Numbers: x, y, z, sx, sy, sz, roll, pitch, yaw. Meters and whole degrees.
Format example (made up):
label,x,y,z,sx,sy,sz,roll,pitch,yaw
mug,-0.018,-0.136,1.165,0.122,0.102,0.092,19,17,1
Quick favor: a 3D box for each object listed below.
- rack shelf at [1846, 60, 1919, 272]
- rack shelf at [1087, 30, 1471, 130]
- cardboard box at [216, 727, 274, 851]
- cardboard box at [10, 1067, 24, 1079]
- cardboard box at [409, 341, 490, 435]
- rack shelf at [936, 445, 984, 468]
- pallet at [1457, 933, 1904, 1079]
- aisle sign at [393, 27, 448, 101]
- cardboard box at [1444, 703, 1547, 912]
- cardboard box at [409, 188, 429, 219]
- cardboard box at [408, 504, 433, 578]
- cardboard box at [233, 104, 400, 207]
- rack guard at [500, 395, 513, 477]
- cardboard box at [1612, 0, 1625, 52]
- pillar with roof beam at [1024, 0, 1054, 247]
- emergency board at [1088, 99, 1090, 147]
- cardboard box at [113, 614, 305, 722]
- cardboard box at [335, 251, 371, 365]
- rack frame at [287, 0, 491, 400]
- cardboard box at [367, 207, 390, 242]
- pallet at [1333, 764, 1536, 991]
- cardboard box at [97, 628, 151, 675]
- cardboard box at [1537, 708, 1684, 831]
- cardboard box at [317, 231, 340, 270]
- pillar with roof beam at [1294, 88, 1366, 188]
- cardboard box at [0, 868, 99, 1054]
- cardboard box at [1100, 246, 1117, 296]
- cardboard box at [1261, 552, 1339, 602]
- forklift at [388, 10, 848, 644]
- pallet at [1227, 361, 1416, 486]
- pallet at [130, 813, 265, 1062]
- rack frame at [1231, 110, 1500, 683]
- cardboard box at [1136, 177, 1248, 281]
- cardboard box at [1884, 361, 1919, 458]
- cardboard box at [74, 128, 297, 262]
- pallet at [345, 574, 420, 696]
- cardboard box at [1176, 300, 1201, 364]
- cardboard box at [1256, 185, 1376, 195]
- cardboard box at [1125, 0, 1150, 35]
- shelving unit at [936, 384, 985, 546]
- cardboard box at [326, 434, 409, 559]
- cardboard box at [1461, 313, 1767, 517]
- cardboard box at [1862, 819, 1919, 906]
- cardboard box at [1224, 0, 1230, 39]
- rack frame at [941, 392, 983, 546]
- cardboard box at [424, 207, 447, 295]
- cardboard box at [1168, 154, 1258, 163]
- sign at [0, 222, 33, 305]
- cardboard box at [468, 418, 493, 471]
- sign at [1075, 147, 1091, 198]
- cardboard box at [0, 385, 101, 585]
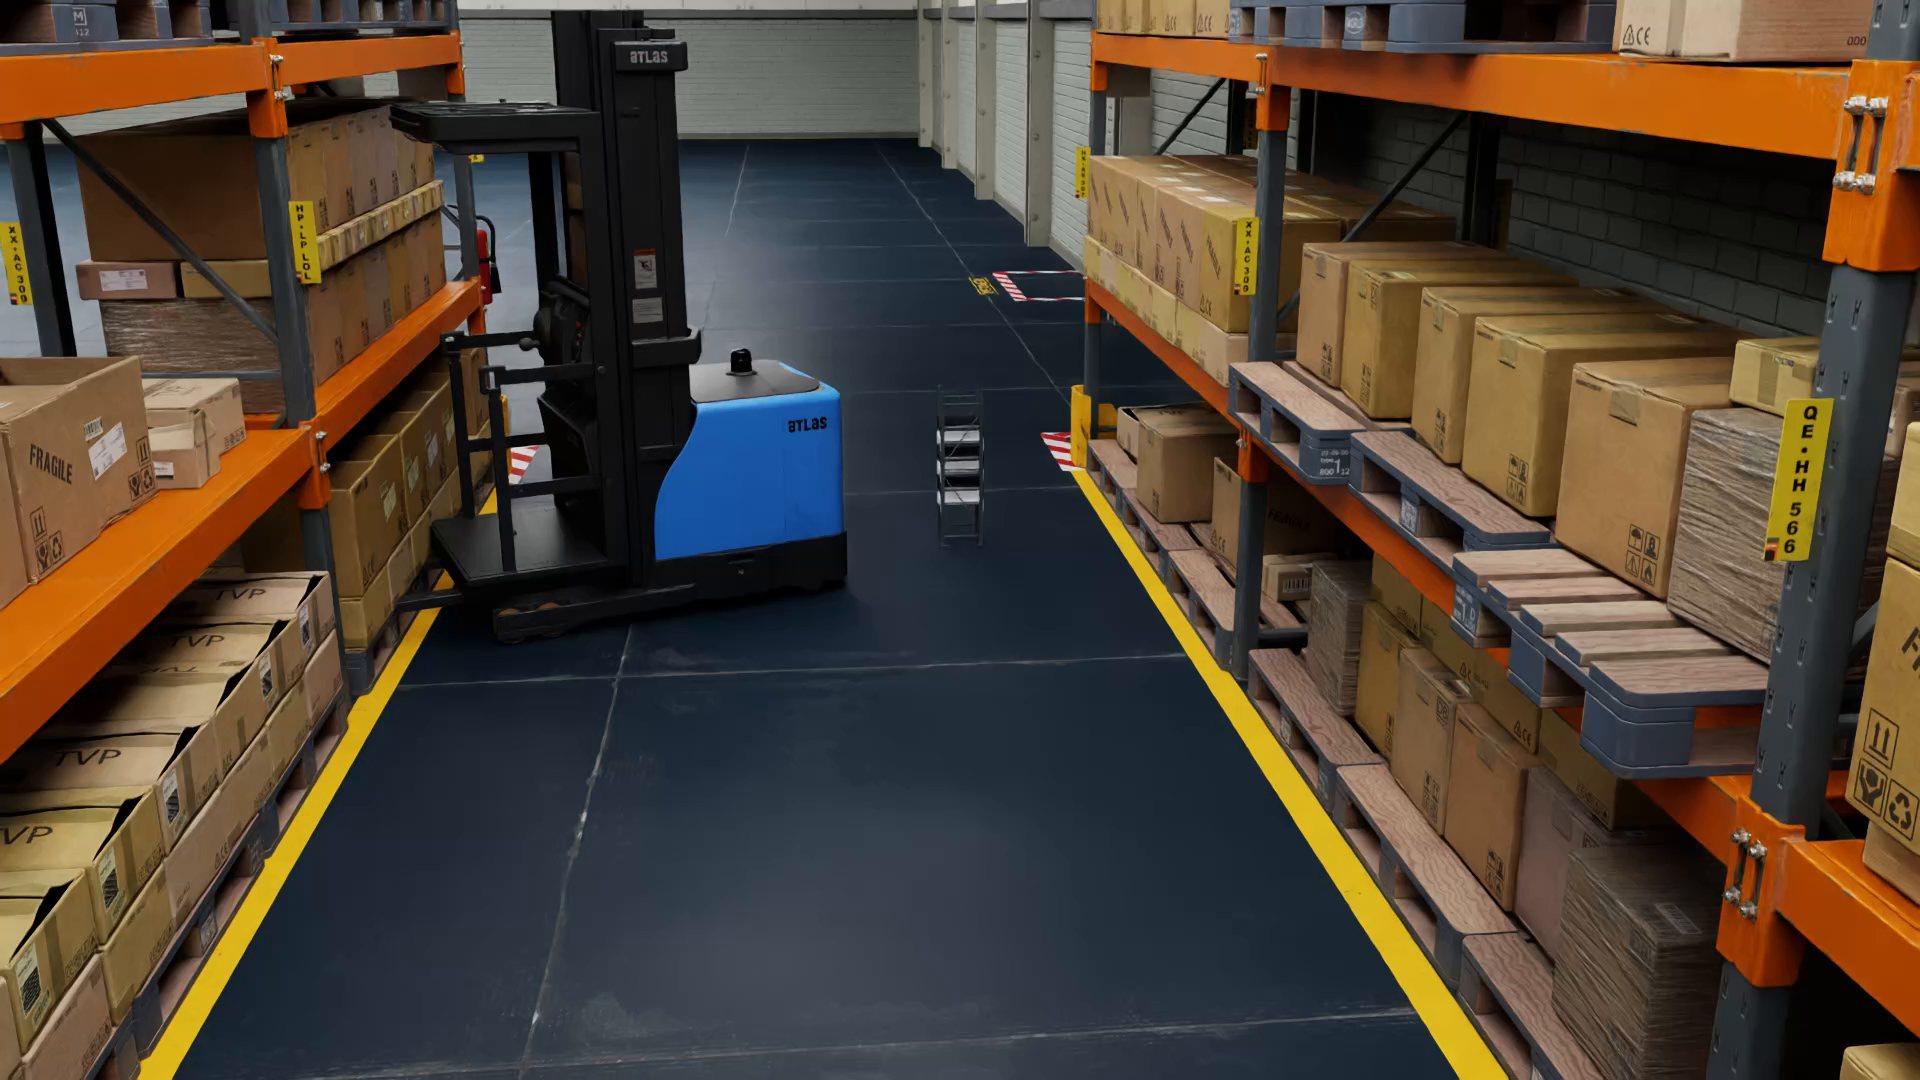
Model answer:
label,x,y,z,sx,sy,sz,roll,pitch,yaw
rack shelf,2.378,-0.112,1.219,1.077,0.370,4.000,-2,18,-6
rack shelf,1.553,-2.496,8.811,1.077,0.370,4.000,-2,18,-6
cardboard box,-2.733,0.872,5.782,0.500,0.250,0.500,-1,17,-4
cardboard box,-2.517,1.481,3.843,0.500,0.250,0.500,-2,18,-6
cardboard box,-3.229,-0.945,10.317,0.500,0.500,0.500,-2,18,-6
rack shelf,0.001,-0.481,9.518,0.258,0.077,0.200,-2,18,-6
pallet,2.093,1.478,4.618,1.003,0.211,1.213,-2,18,-6
aisle sign,-3.295,-3.118,10.262,0.394,0.787,0.004,-2,18,-6
cardboard box,2.029,0.846,5.415,0.700,0.500,0.500,-2,18,-6
cardboard box,-3.296,-1.944,9.613,0.380,0.149,0.250,-2,18,-6
cardboard box,-3.007,0.008,8.533,0.500,0.250,0.500,-2,18,-6
cardboard box,-3.427,-2.054,8.879,0.700,0.500,0.500,-2,18,-5
rack guard,-3.582,-0.664,10.957,1.175,0.500,0.348,-2,18,-6
cardboard box,2.131,-1.499,4.231,0.797,0.503,0.637,1,17,2
pillar with roof beam,-3.240,-8.126,20.537,9.100,9.000,0.400,-2,18,-6
emergency board,1.444,-4.347,18.515,0.194,1.169,0.643,-2,18,-6
cardboard box,-2.781,0.453,6.180,0.500,0.311,0.500,-1,17,-4
cardboard box,-3.328,-1.144,8.146,0.700,0.500,0.500,-2,17,-5
rack frame,-3.580,-1.849,10.560,1.000,3.000,0.127,-2,18,-6
cardboard box,-3.189,-1.637,8.632,0.380,0.149,0.250,-2,18,-6
pallet,1.970,1.115,5.773,1.003,0.211,1.213,-2,18,-6
cardboard box,-3.326,0.466,6.137,0.500,0.311,0.500,-2,18,-6
cardboard box,2.049,0.620,4.880,0.500,0.250,0.500,-1,17,-5
cardboard box,-3.085,-1.331,7.657,0.380,0.149,0.250,-2,18,-6
pillar with roof beam,-2.003,-4.551,9.149,9.100,9.000,0.400,-2,18,-6
cardboard box,-2.579,1.057,4.256,0.500,0.311,0.500,-2,18,-7
cardboard box,1.149,-1.632,10.085,0.500,0.250,0.500,-2,18,-7
cardboard box,1.674,0.172,8.118,0.380,0.166,0.250,-4,18,-13
forklift,-2.153,-1.075,8.208,3.031,2.935,1.130,-9,19,-25
pallet,1.694,-0.488,6.544,1.003,0.211,1.213,-2,18,-6
pallet,-2.924,1.255,5.326,1.003,0.211,1.213,-2,18,-6
rack frame,1.759,-0.812,7.255,1.000,3.000,0.127,-2,18,-6
cardboard box,1.250,-1.693,9.026,0.500,0.500,0.500,-1,17,-4
cardboard box,2.107,-0.289,3.605,0.380,0.149,0.250,-4,18,-13
cardboard box,-3.219,-1.456,6.975,0.700,0.500,0.500,-2,18,-5
pallet,-3.208,0.435,7.940,1.003,0.211,1.213,-2,18,-6
cardboard box,1.366,-1.030,8.168,0.500,0.250,0.500,-2,18,-5
cardboard box,1.823,-1.557,8.593,0.500,0.500,0.500,-1,17,-4
cardboard box,1.210,-3.069,9.236,0.500,0.500,0.500,-1,17,-3
shelving unit,0.001,-0.427,9.535,0.258,0.900,0.210,-2,18,-6
cardboard box,-2.963,-0.200,7.945,0.500,0.500,0.500,-2,18,-6
cardboard box,1.963,-0.388,5.003,0.700,0.500,0.500,-2,18,-6
cardboard box,1.976,0.596,3.158,0.380,0.149,0.250,-2,18,-6
cardboard box,1.461,-2.444,7.245,0.500,0.500,0.500,-1,17,-4
rack frame,0.011,-0.397,9.438,0.240,0.900,0.006,-2,18,-6
cardboard box,-3.545,-1.758,10.101,0.700,0.500,0.500,-2,18,-6
cardboard box,1.607,-2.165,10.532,0.500,0.500,0.500,-2,18,-6
sign,-3.719,-1.091,6.566,0.100,0.325,0.005,-2,18,-6
cardboard box,-3.231,-0.587,10.429,0.500,0.250,0.500,-2,18,-6
sign,0.807,-2.400,10.868,0.100,0.325,0.005,-2,18,-6
cardboard box,-2.998,-0.170,5.043,0.500,0.500,0.500,-2,18,-6
